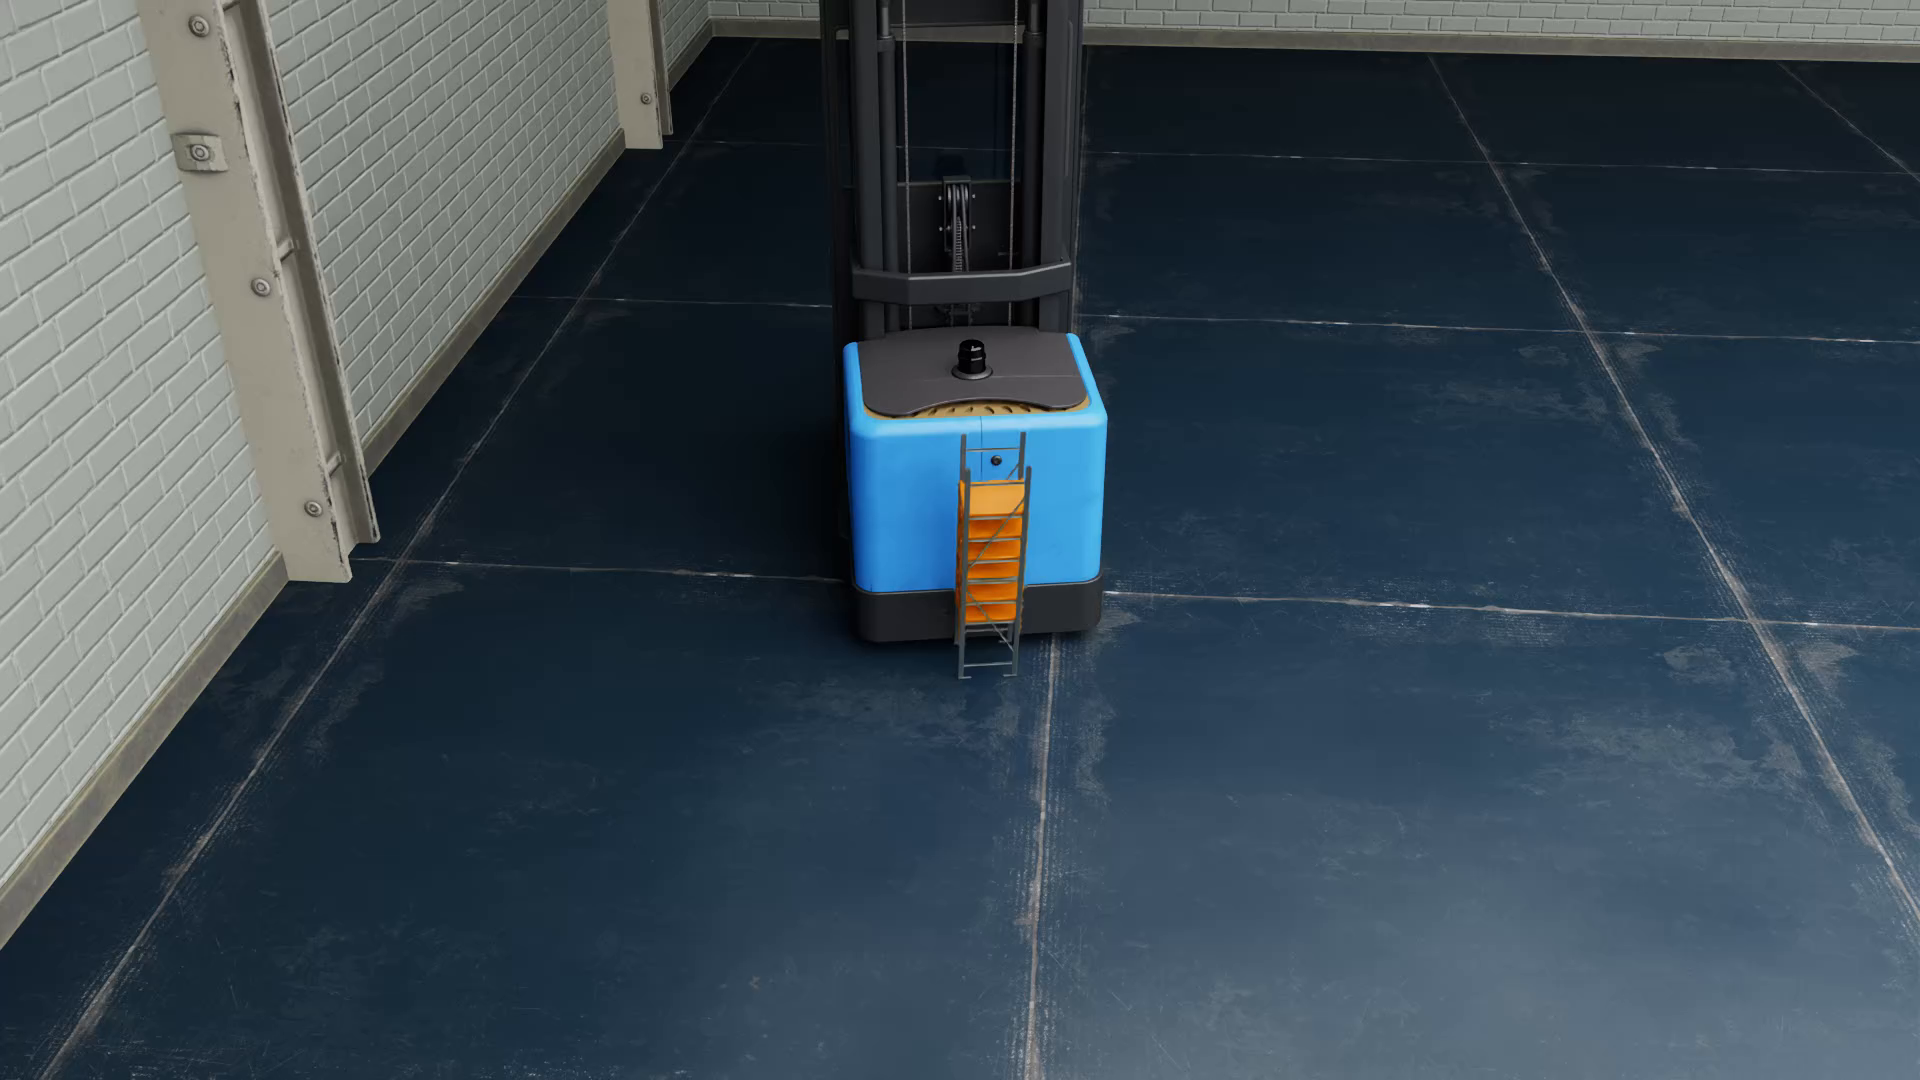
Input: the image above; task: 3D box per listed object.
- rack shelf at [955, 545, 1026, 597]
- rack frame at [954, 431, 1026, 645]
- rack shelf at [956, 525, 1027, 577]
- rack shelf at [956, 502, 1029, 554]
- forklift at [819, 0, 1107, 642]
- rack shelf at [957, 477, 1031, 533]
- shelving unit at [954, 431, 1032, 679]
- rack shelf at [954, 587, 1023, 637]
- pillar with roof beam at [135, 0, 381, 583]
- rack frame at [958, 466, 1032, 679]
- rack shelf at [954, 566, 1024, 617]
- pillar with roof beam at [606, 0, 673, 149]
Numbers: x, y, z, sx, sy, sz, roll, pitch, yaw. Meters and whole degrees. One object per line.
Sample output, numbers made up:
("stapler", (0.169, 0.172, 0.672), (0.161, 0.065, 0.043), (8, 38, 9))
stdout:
("rack shelf", (0.117, 0.116, 6.490), (0.258, 0.103, 0.180), (-3, 47, -4))
("rack frame", (0.110, 0.019, 6.520), (0.240, 1.200, 0.006), (-3, 47, -4))
("rack shelf", (0.120, 0.034, 6.403), (0.258, 0.103, 0.180), (-3, 47, -4))
("rack shelf", (0.122, -0.048, 6.315), (0.258, 0.103, 0.180), (-3, 47, -4))
("forklift", (-0.060, -1.573, 7.509), (1.130, 2.935, 3.031), (-3, 32, -5))
("rack shelf", (0.125, -0.130, 6.228), (0.258, 0.103, 0.180), (-3, 47, -4))
("shelving unit", (0.118, 0.086, 6.458), (0.258, 1.200, 0.189), (-3, 47, -4))
("rack shelf", (0.111, 0.280, 6.665), (0.258, 0.103, 0.180), (-3, 47, -4))
("pillar with roof beam", (1.414, -3.566, 4.959), (9.100, 9.000, 0.400), (2, 32, 4))
("rack frame", (0.126, 0.152, 6.395), (0.240, 1.200, 0.006), (-3, 47, -4))
("rack shelf", (0.114, 0.198, 6.577), (0.258, 0.103, 0.180), (-3, 47, -4))
("pillar with roof beam", (1.903, -6.703, 10.050), (9.100, 9.000, 0.400), (2, 32, 4))
